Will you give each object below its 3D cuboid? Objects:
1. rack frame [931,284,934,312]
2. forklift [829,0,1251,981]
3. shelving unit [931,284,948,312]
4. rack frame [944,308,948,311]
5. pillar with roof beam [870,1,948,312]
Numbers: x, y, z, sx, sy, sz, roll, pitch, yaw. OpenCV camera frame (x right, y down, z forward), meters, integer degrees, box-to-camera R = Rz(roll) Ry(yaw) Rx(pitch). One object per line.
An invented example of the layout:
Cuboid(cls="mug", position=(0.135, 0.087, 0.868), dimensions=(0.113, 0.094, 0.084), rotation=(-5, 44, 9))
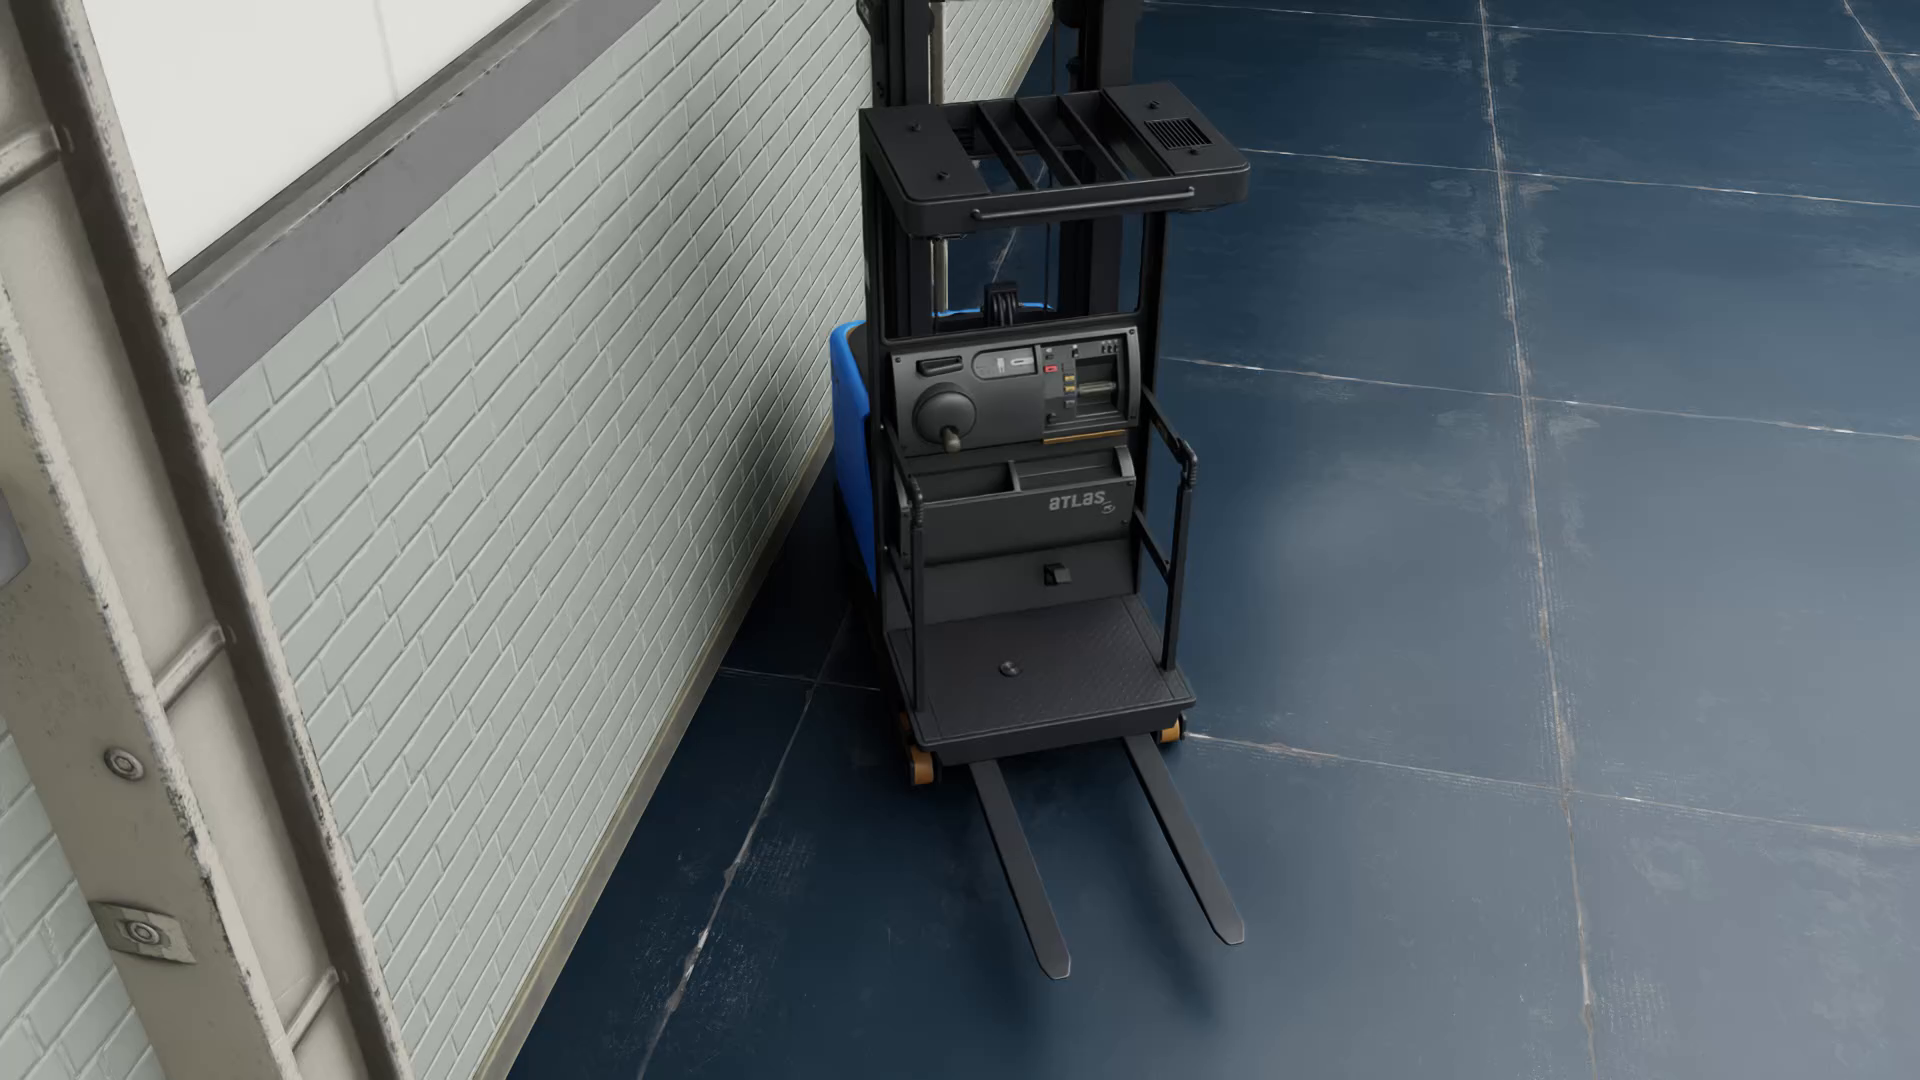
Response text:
Cuboid(cls="rack frame", position=(-0.208, -0.727, 7.858), dimensions=(0.200, 1.050, 0.008), rotation=(-8, 37, -11))
Cuboid(cls="forklift", position=(0.264, -0.487, 5.925), dimensions=(1.130, 2.935, 3.031), rotation=(-8, 37, -11))
Cuboid(cls="shelving unit", position=(-0.179, -0.657, 7.762), dimensions=(0.215, 1.050, 0.252), rotation=(-8, 37, -11))
Cuboid(cls="rack frame", position=(-0.150, -0.588, 7.666), dimensions=(0.200, 1.050, 0.008), rotation=(-8, 37, -11))
Cuboid(cls="pillar with roof beam", position=(3.944, -4.275, 5.980), dimensions=(9.100, 9.000, 0.400), rotation=(7, 37, 10))
